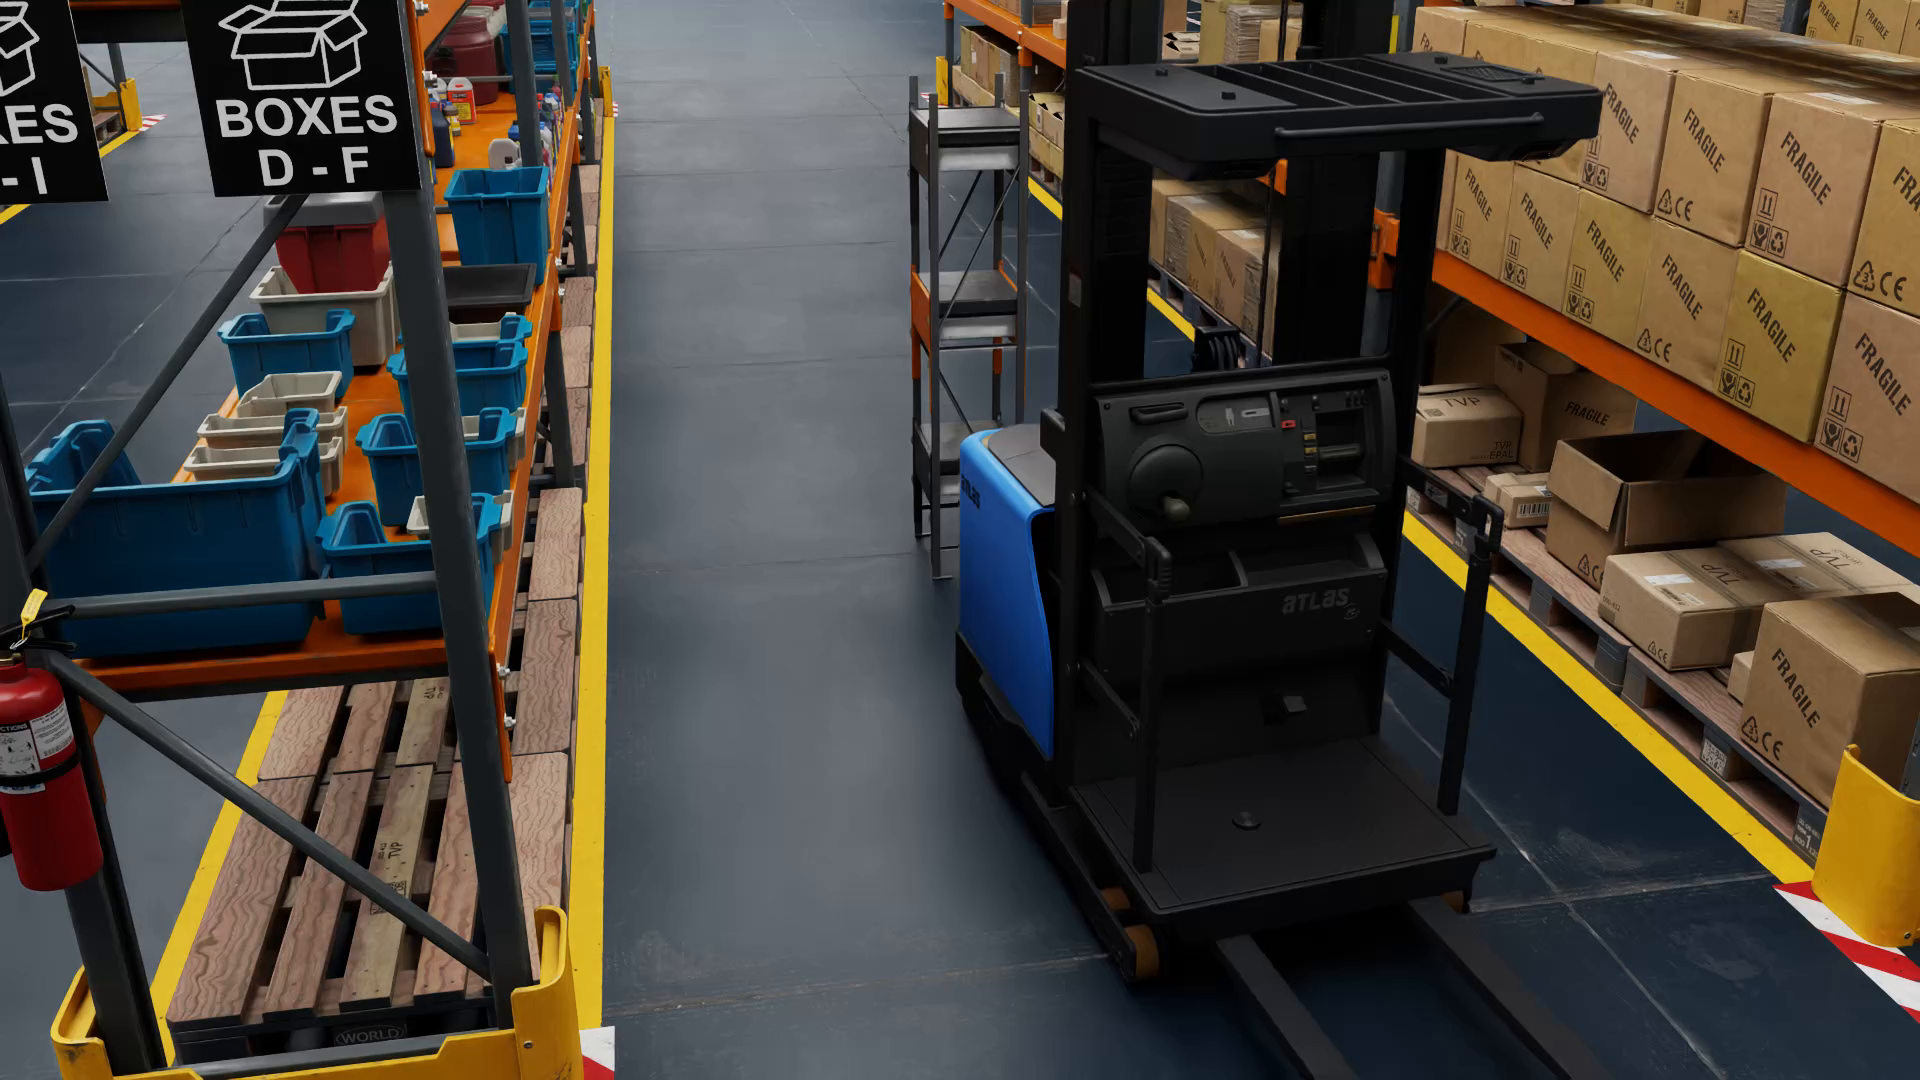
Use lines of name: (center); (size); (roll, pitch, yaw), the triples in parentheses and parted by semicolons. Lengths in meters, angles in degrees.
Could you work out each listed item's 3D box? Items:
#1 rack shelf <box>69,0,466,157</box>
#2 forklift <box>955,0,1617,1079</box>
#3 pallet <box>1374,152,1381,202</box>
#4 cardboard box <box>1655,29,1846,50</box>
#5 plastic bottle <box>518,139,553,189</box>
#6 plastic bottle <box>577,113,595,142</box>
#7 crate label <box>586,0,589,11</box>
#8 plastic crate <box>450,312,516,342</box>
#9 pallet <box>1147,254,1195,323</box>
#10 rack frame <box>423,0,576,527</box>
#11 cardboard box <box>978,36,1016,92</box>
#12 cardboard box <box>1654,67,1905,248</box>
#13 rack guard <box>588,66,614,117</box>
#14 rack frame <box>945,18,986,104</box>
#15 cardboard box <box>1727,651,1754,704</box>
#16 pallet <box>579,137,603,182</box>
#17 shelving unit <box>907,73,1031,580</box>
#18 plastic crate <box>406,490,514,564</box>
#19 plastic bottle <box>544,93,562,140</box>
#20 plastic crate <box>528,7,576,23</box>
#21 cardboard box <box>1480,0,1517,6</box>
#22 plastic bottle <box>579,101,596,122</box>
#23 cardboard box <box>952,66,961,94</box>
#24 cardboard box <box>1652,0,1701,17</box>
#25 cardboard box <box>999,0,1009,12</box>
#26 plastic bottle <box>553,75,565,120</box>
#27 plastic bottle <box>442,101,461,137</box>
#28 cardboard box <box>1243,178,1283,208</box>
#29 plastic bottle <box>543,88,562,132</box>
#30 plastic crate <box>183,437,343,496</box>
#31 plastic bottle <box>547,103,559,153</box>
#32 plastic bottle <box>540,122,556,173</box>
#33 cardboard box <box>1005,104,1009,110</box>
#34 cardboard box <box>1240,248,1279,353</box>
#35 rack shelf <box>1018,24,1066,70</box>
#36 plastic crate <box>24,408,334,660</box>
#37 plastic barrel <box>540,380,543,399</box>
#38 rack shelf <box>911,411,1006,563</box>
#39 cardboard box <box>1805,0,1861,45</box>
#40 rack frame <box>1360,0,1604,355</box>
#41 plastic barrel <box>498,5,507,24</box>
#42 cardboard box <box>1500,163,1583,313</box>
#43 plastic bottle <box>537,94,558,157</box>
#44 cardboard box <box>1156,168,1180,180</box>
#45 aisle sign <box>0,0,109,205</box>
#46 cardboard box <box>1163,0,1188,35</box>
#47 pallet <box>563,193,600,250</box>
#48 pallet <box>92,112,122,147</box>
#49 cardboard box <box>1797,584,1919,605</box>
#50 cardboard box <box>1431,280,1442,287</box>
rack shelf: (-1.956, -1.701, 5.047); (1.077, 0.370, 4.000); (-4, 24, -10)
forklift: (0.907, -0.242, 4.642); (1.130, 2.935, 3.031); (-7, 25, -16)
pallet: (2.503, -2.042, 8.917); (1.003, 0.211, 1.213); (-4, 24, -10)
cardboard box: (3.081, -1.732, 6.594); (0.500, 0.500, 0.500); (-4, 24, -9)
plastic bottle: (-2.208, -1.960, 8.645); (0.152, 0.276, 0.135); (-4, 24, -10)
plastic bottle: (-3.546, -3.925, 15.749); (0.144, 0.351, 0.185); (-4, 24, -8)
crate label: (-3.938, -5.475, 16.493); (0.502, 0.435, 0.616); (-4, 24, -10)
plastic crate: (-1.708, -0.686, 5.828); (0.293, 0.136, 0.466); (-4, 24, -10)
pallet: (1.904, -1.806, 11.622); (1.003, 0.211, 1.213); (-4, 24, -10)
rack frame: (-2.326, -1.442, 7.304); (1.000, 3.000, 0.127); (-4, 24, -10)
cardboard box: (0.479, -4.986, 17.392); (0.500, 0.500, 0.500); (-4, 24, -10)
cardboard box: (2.735, -1.295, 5.593); (0.500, 0.500, 0.500); (-4, 24, -8)
rack guard: (-4.484, -4.990, 18.552); (1.175, 0.500, 0.348); (-4, 24, -10)
rack frame: (0.324, -6.527, 18.948); (1.000, 3.000, 0.127); (-4, 24, -10)
cardboard box: (2.954, 0.501, 5.845); (0.380, 0.166, 0.250); (-4, 24, -10)
pallet: (-3.888, -3.578, 15.679); (1.003, 0.211, 1.213); (-4, 24, -10)
shelving unit: (0.031, -0.897, 7.181); (0.431, 2.100, 0.503); (-4, 24, -10)
plastic crate: (-1.286, -0.029, 4.324); (0.250, 0.136, 0.298); (-4, 24, -10)
plastic bottle: (-2.453, -2.538, 9.975); (0.097, 0.271, 0.097); (0, 24, 0)
plastic crate: (-3.063, -3.703, 12.401); (0.402, 0.464, 0.583); (-4, 24, -10)
cardboard box: (5.546, -5.426, 16.589); (0.500, 0.250, 0.500); (-4, 24, -10)
plastic bottle: (-3.729, -4.270, 16.633); (0.152, 0.276, 0.135); (-5, 24, -11)
cardboard box: (0.205, -5.232, 18.893); (0.500, 0.250, 0.500); (-4, 24, -10)
cardboard box: (6.322, -4.669, 14.018); (0.700, 0.500, 0.500); (-4, 24, -10)
cardboard box: (0.783, -5.579, 16.650); (0.700, 0.500, 0.500); (-4, 24, -9)
plastic bottle: (-2.571, -2.835, 10.638); (0.061, 0.283, 0.133); (-4, 24, -10)
plastic bottle: (-3.098, -2.565, 10.123); (0.097, 0.201, 0.097); (0, 24, 0)
cardboard box: (2.222, -2.408, 11.153); (0.500, 0.250, 0.500); (-3, 24, -8)
plastic bottle: (-2.489, -2.615, 10.150); (0.097, 0.271, 0.097); (0, 24, 0)
plastic crate: (-1.954, -0.198, 4.710); (0.396, 0.136, 0.243); (-4, 24, -10)
plastic bottle: (-2.360, -2.385, 9.609); (0.061, 0.283, 0.133); (-4, 24, -10)
plastic bottle: (-2.263, -2.135, 9.051); (0.097, 0.271, 0.097); (0, 24, 0)
cardboard box: (0.680, -4.250, 16.644); (0.500, 0.250, 0.500); (-4, 24, -10)
cardboard box: (1.995, -1.429, 9.847); (0.500, 0.500, 0.500); (-4, 24, -9)
rack shelf: (1.434, -3.838, 13.688); (1.077, 0.370, 4.000); (-4, 24, -10)
plastic crate: (-1.831, -0.030, 3.953); (0.616, 0.435, 0.499); (-4, 24, -10)
plastic barrel: (-2.540, -1.167, 8.771); (0.600, 0.901, 0.708); (-4, 24, -10)
rack shelf: (0.031, -0.243, 7.466); (0.431, 0.518, 0.480); (-4, 24, -10)
cardboard box: (6.509, -3.730, 12.021); (0.500, 0.500, 0.500); (-4, 24, -8)
rack frame: (2.543, -1.807, 8.141); (1.000, 3.000, 0.127); (-4, 24, -10)
plastic barrel: (-3.708, -3.970, 12.923); (0.433, 0.535, 0.433); (0, 24, 0)
cardboard box: (2.558, -1.234, 6.704); (0.500, 0.500, 0.500); (-4, 24, -10)
plastic bottle: (-2.371, -2.350, 9.445); (0.144, 0.351, 0.185); (-4, 24, -10)
cardboard box: (1.464, -2.758, 12.527); (0.500, 0.311, 0.500); (-4, 24, -8)
aisle sign: (-1.861, -1.010, 3.067); (0.394, 0.787, 0.004); (-4, 24, -10)
cardboard box: (1.477, -4.085, 13.231); (0.500, 0.500, 0.500); (-6, 24, -13)
pallet: (-3.393, -2.524, 13.266); (1.003, 0.211, 1.213); (-4, 24, -10)
pallet: (-9.283, -4.166, 17.024); (1.003, 0.211, 1.213); (-4, 24, -10)
cardboard box: (3.368, 0.393, 5.988); (0.500, 0.250, 0.500); (-4, 24, -10)
cardboard box: (2.583, -1.281, 9.508); (0.500, 0.500, 0.500); (-4, 24, -9)
